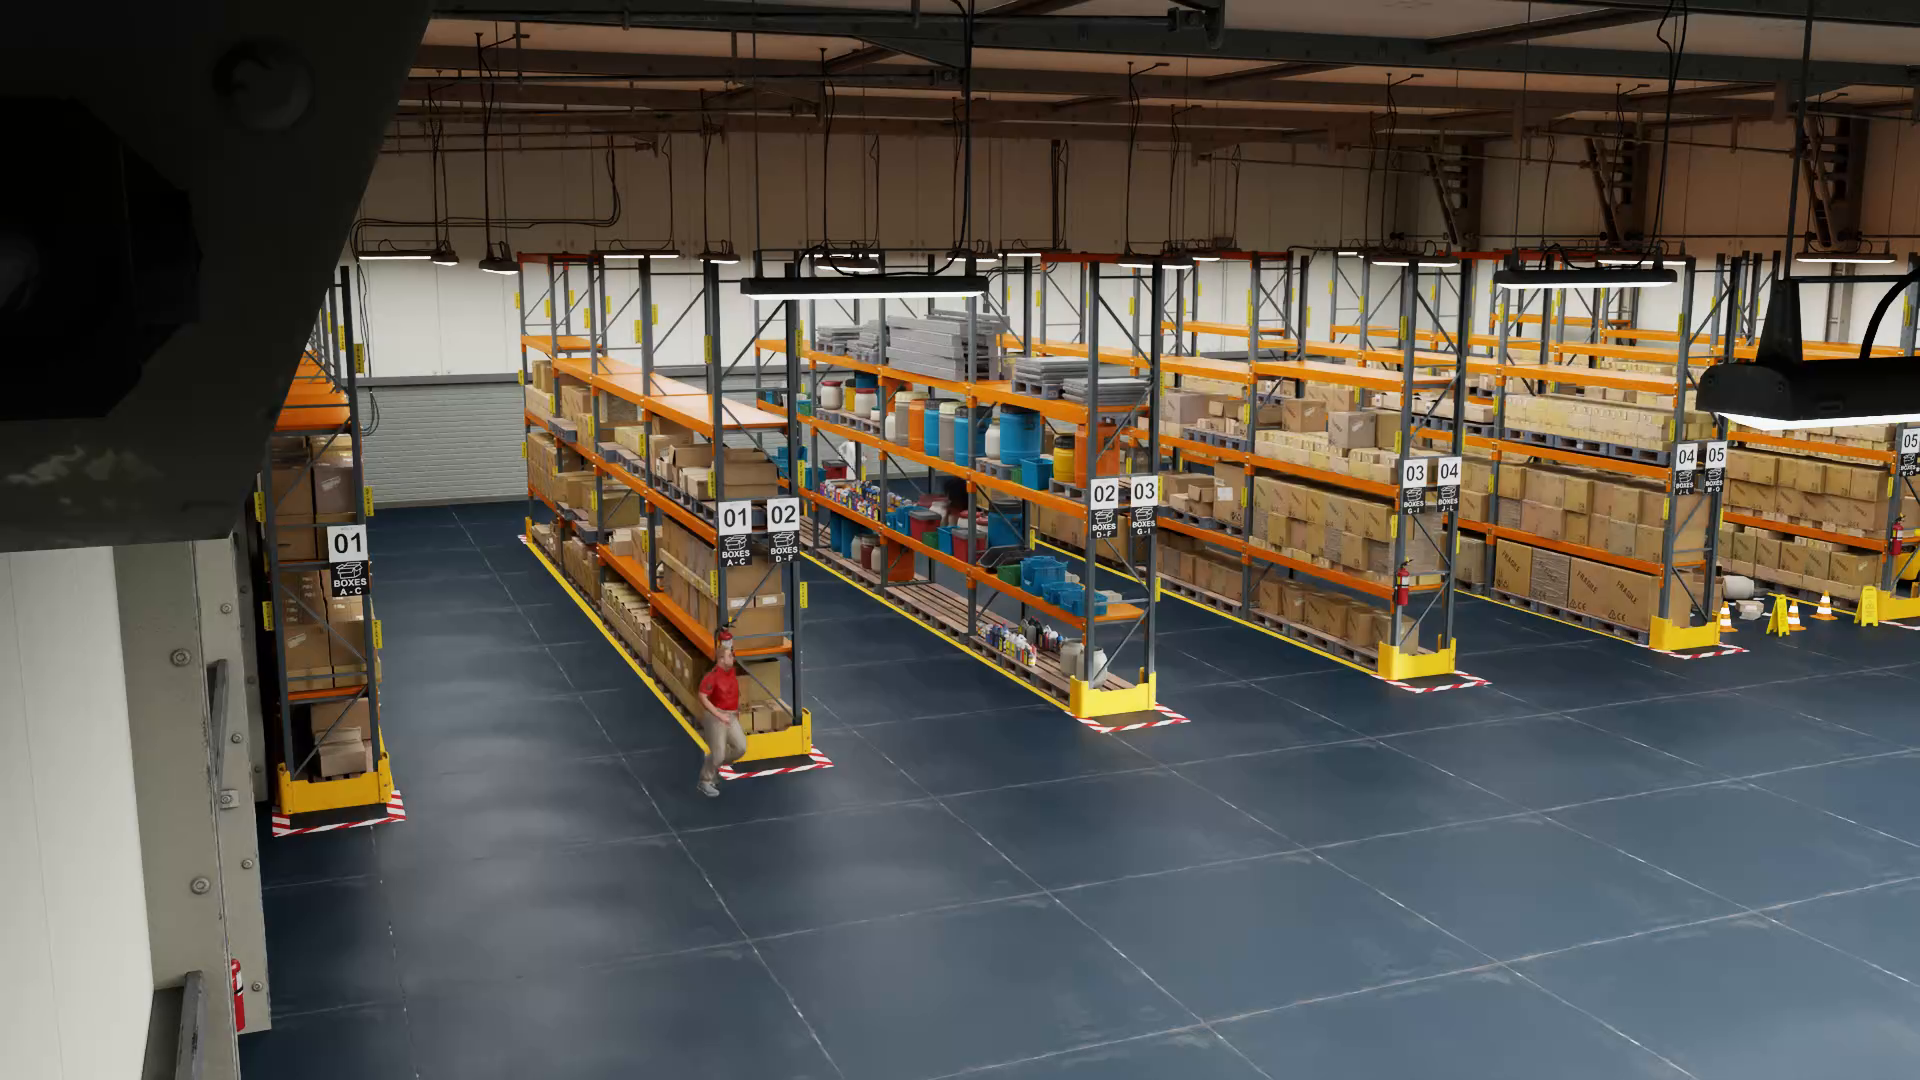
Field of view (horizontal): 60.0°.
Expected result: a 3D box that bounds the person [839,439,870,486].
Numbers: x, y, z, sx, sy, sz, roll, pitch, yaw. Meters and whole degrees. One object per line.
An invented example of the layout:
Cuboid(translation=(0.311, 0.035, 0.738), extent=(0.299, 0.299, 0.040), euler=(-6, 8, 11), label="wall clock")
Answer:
Cuboid(translation=(-2.543, -1.674, 39.254), extent=(0.845, 1.732, 0.759), euler=(-2, 11, -13), label="person")

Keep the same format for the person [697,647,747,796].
Cuboid(translation=(-2.703, 2.063, 19.160), extent=(0.522, 1.664, 0.718), euler=(5, 12, 27), label="person")

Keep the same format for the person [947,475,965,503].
Cuboid(translation=(-0.016, -1.537, 39.575), extent=(0.703, 1.442, 0.578), euler=(-1, 10, -8), label="person")

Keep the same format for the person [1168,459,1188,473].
Cuboid(translation=(5.437, -2.073, 41.441), extent=(0.958, 1.751, 0.758), euler=(-1, 10, -3), label="person")
